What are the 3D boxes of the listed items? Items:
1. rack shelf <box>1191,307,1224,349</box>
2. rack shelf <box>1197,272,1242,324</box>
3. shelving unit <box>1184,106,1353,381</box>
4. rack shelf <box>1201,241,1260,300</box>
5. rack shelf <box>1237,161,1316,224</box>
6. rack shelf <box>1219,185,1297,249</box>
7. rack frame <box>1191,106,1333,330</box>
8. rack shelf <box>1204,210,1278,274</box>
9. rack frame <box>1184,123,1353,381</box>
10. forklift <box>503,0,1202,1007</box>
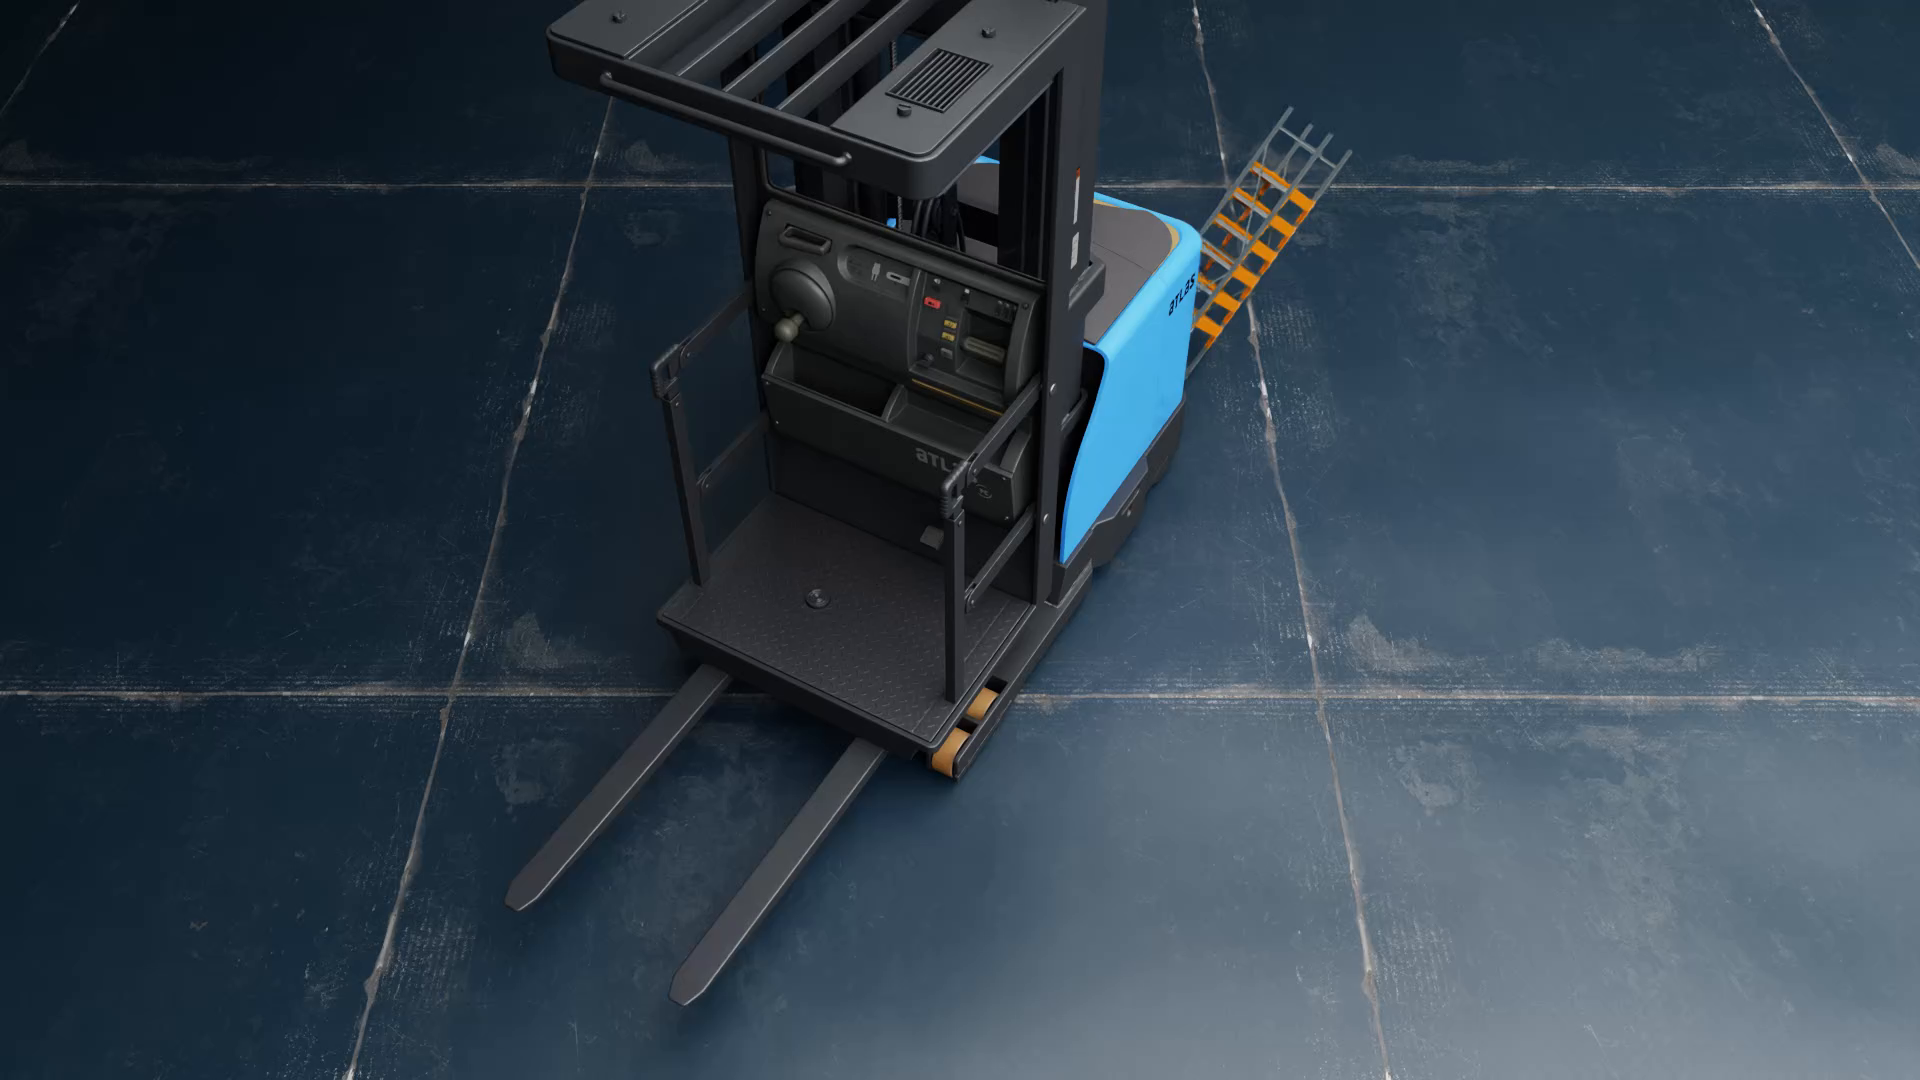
[{"bbox_3d":[0.905,-0.899,6.681,0.180,0.103,0.258,15,25,-52],"label":"rack shelf"},{"bbox_3d":[0.973,-0.994,6.650,0.180,0.103,0.258,15,25,-52],"label":"rack shelf"},{"bbox_3d":[1.065,-1.123,6.607,0.189,1.200,0.258,15,25,-52],"label":"shelving unit"},{"bbox_3d":[1.040,-1.088,6.619,0.180,0.103,0.258,15,25,-52],"label":"rack shelf"},{"bbox_3d":[1.242,-1.371,6.526,0.180,0.103,0.258,15,25,-52],"label":"rack shelf"},{"bbox_3d":[1.175,-1.276,6.557,0.180,0.103,0.258,15,25,-52],"label":"rack shelf"},{"bbox_3d":[1.011,-1.138,6.535,0.006,1.200,0.240,15,25,-52],"label":"rack frame"},{"bbox_3d":[1.107,-1.182,6.588,0.180,0.103,0.258,15,25,-52],"label":"rack shelf"},{"bbox_3d":[1.119,-1.108,6.679,0.006,1.200,0.240,15,25,-52],"label":"rack frame"},{"bbox_3d":[-0.312,-0.604,4.810,1.130,2.935,3.031,23,51,20],"label":"forklift"}]
